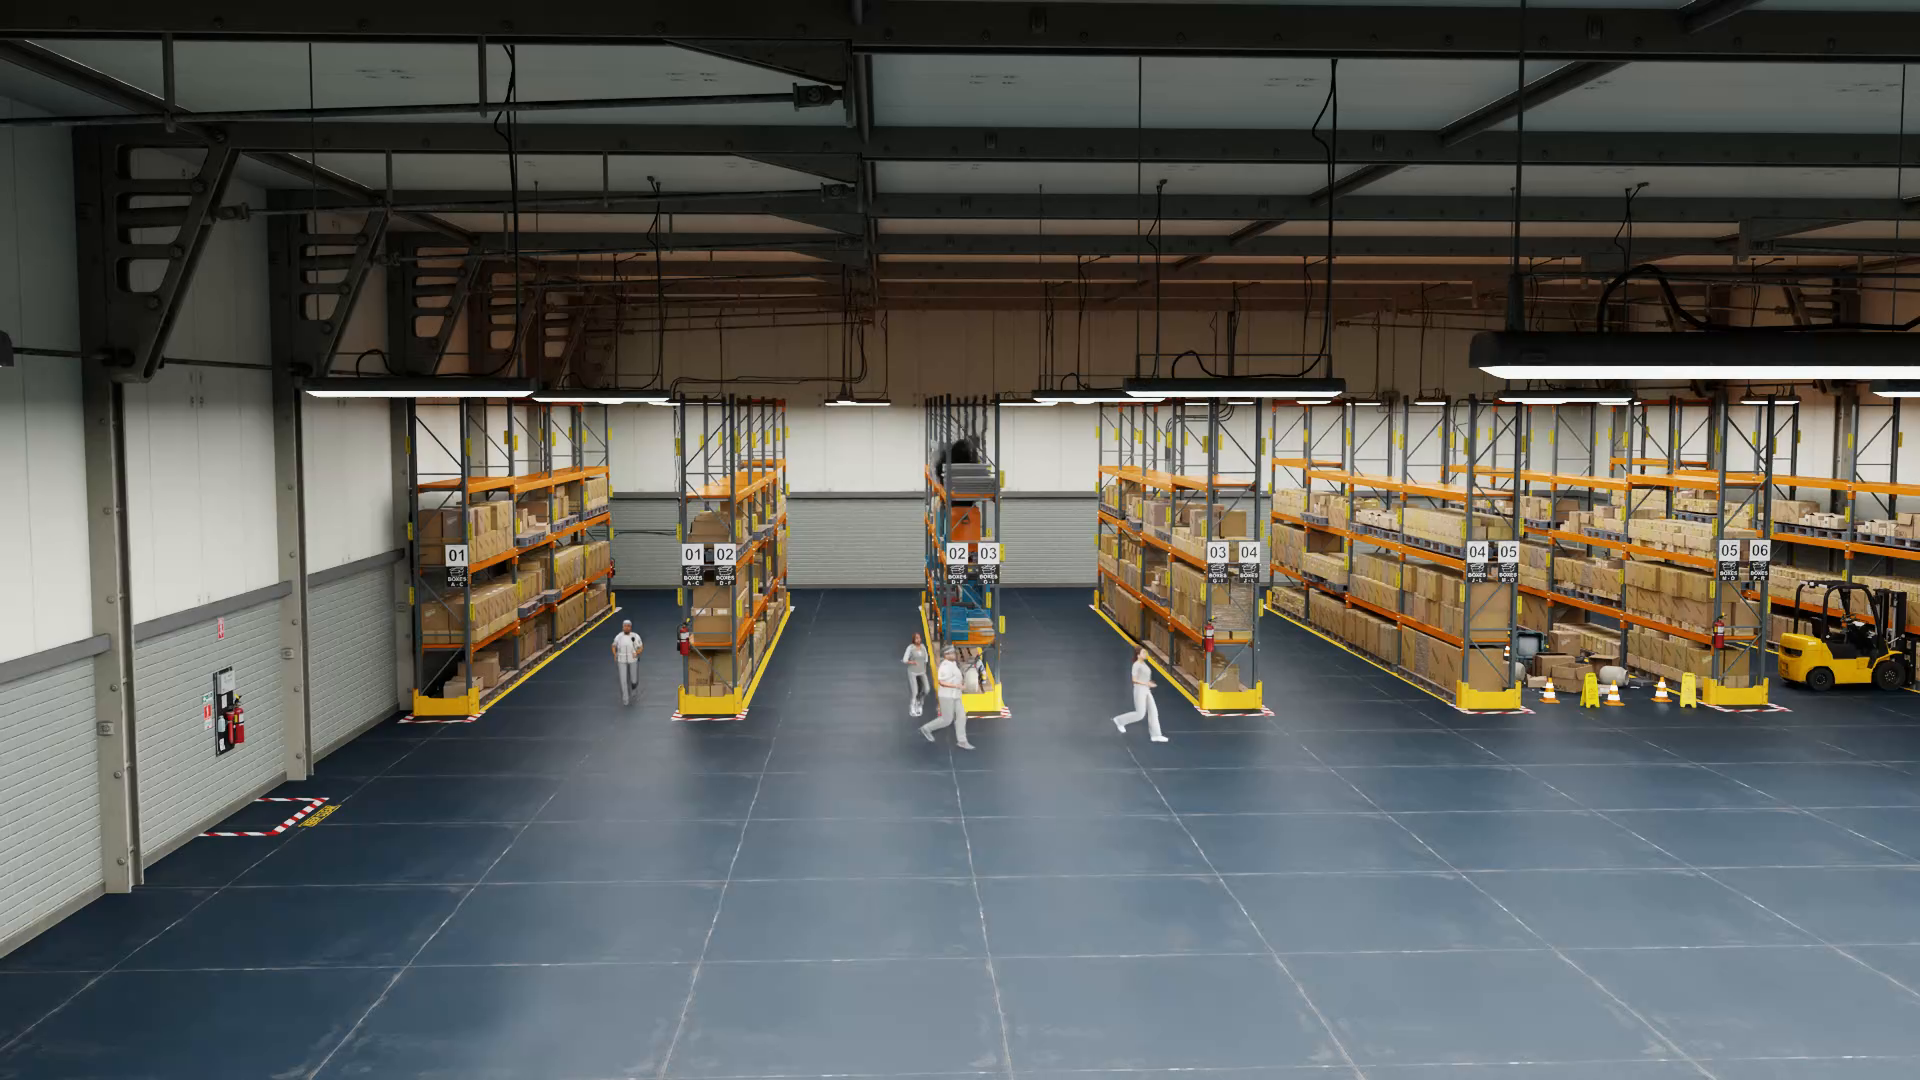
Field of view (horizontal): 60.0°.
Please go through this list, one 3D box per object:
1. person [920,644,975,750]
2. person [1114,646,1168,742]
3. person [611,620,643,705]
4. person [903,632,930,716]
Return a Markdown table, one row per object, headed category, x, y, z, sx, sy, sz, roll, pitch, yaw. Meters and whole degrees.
| category | x | y | z | sx | sy | sz | roll | pitch | yaw |
| --- | --- | --- | --- | --- | --- | --- | --- | --- | --- |
| person | -0.196 | 2.635 | 27.994 | 0.944 | 1.790 | 0.664 | 2 | 5 | 21 |
| person | 3.132 | 2.636 | 28.614 | 0.970 | 1.633 | 0.584 | 2 | 5 | 27 |
| person | -6.468 | 2.362 | 32.298 | 0.613 | 1.620 | 0.688 | -1 | 5 | -9 |
| person | -0.780 | 2.500 | 30.805 | 0.549 | 1.573 | 0.560 | -2 | 5 | -23 |
